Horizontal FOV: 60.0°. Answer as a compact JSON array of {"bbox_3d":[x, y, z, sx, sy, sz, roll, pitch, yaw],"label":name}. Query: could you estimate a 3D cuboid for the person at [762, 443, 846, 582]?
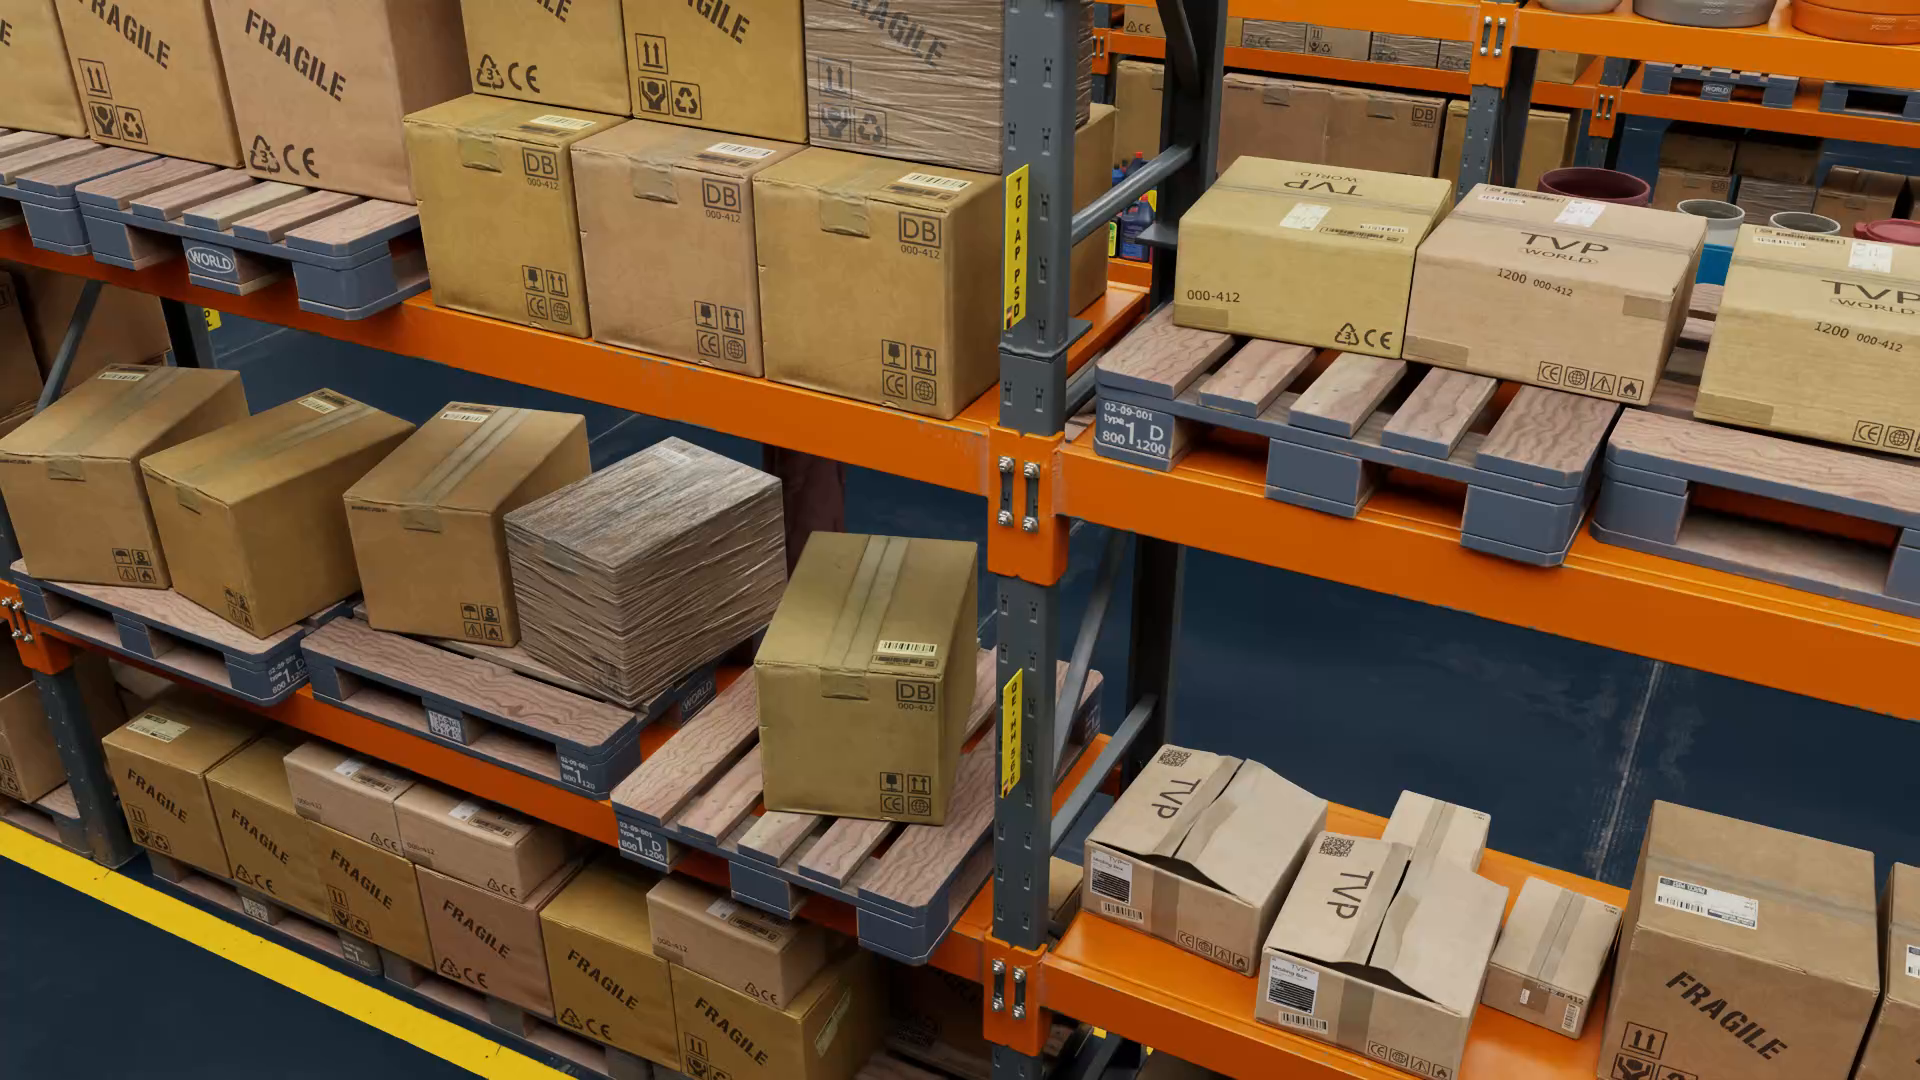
[{"bbox_3d":[-0.682,-0.061,7.267,0.432,1.829,0.622,11,32,19],"label":"person"}]
